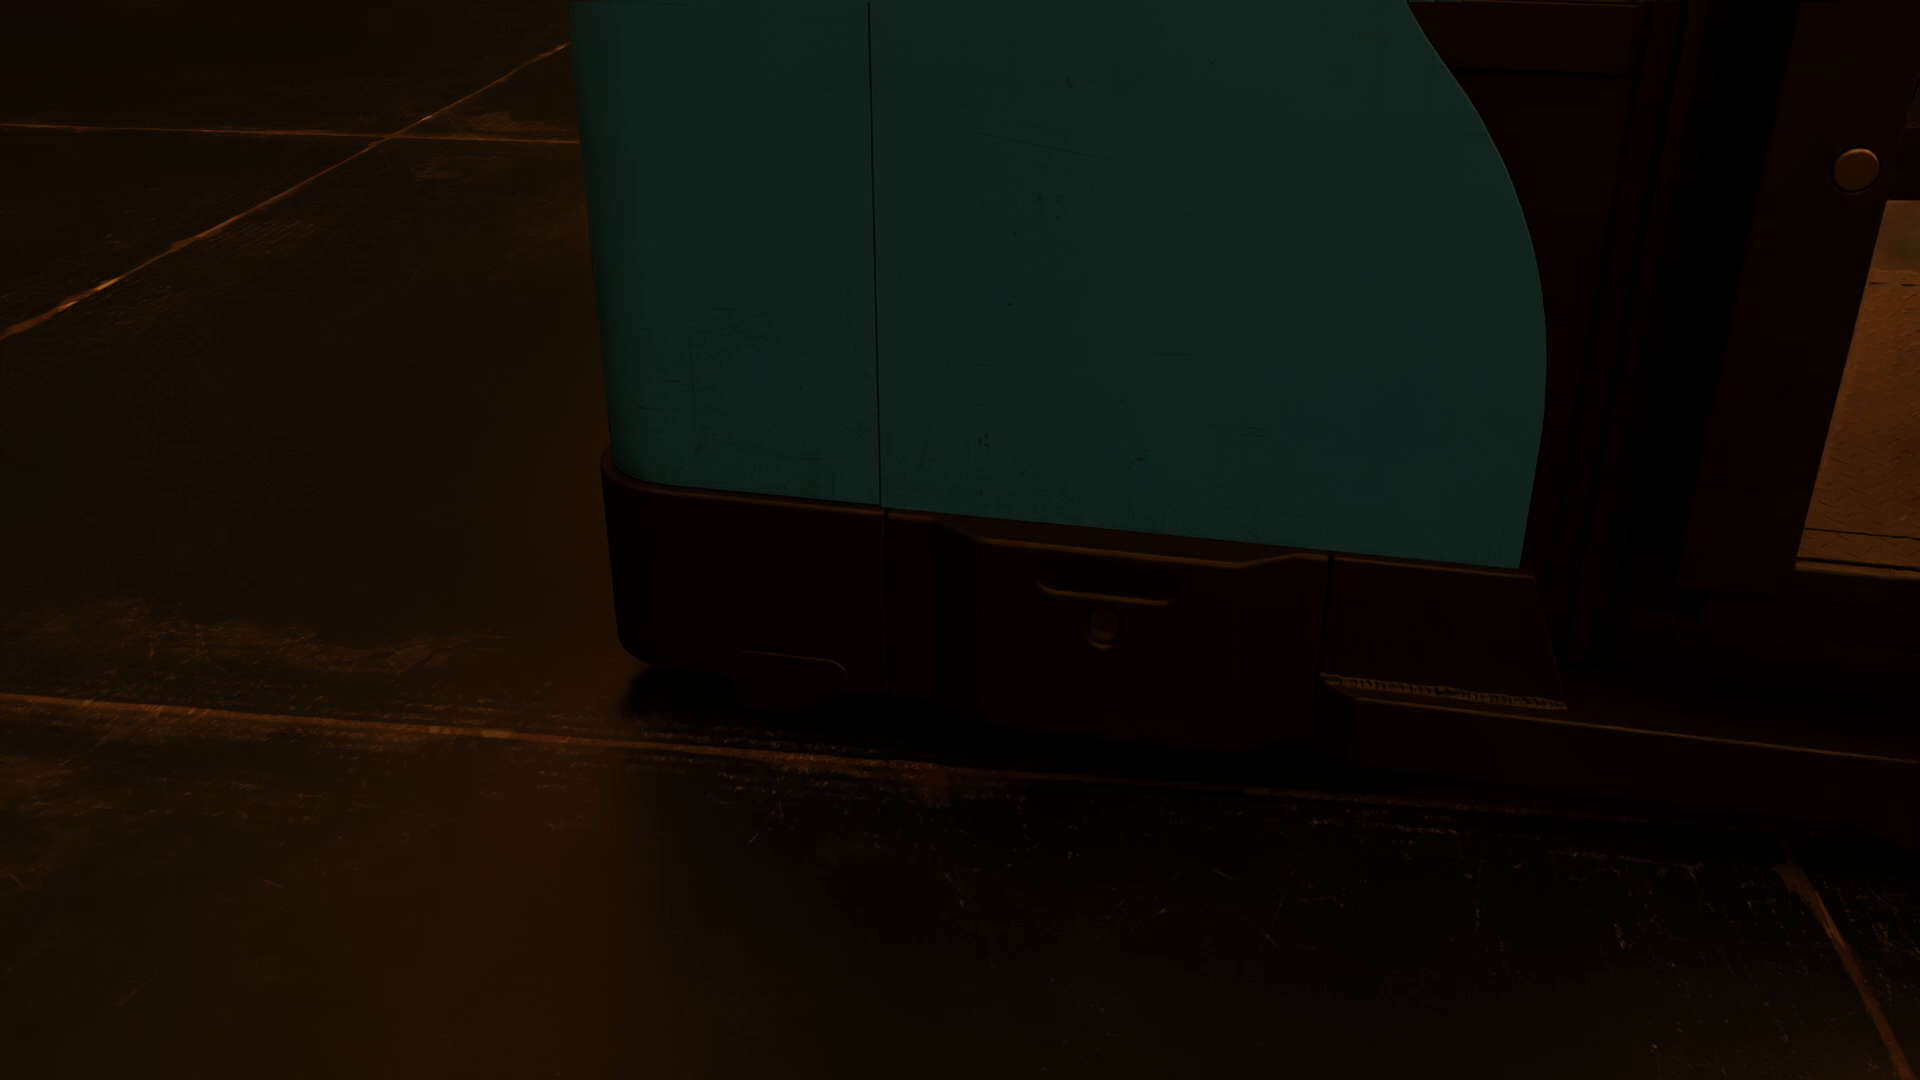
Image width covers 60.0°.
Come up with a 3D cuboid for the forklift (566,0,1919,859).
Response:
[{"bbox_3d":[1.139,-1.180,1.581,3.031,2.935,1.130,6,27,11],"label":"forklift"}]
